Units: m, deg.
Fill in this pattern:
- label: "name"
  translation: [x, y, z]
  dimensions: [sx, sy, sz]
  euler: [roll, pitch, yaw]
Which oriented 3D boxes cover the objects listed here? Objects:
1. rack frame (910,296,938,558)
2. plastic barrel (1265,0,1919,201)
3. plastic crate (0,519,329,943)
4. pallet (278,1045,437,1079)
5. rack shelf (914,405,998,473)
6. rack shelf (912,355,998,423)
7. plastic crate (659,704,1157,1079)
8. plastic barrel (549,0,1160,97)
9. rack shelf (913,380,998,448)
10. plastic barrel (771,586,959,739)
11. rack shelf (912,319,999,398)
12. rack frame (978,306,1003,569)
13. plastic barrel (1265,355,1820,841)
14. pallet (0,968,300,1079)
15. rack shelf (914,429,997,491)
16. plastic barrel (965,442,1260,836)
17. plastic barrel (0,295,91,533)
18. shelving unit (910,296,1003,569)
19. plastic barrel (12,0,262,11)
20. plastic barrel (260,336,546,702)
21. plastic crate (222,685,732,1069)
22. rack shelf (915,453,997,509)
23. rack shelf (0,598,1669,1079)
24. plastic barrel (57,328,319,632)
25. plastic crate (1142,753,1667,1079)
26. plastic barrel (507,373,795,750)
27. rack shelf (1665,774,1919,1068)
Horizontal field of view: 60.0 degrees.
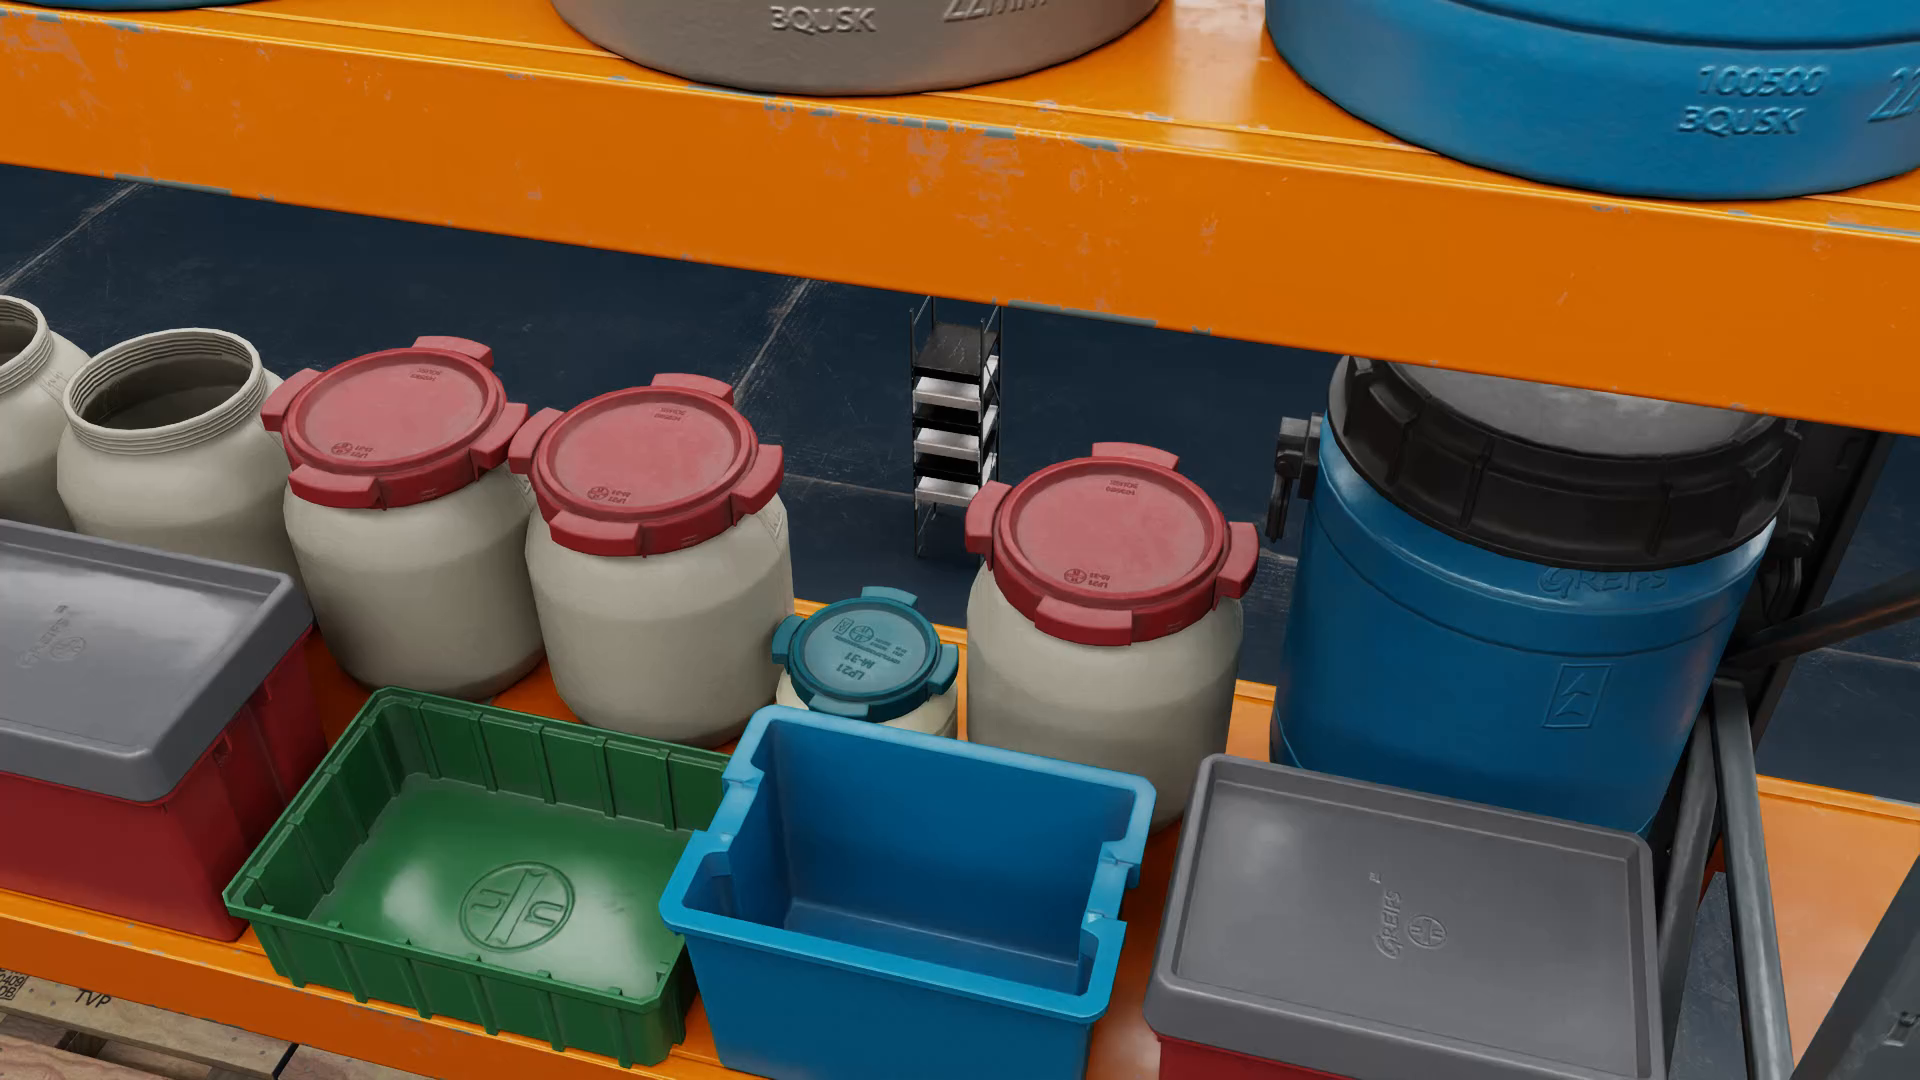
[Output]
- label: "rack frame"
  translation: [-0.106, -0.363, 4.982]
  dimensions: [0.006, 0.900, 0.240]
  euler: [10, 41, 11]
- label: "plastic barrel"
  translation: [0.541, -0.762, 1.103]
  dimensions: [0.708, 0.901, 0.600]
  euler: [10, 41, 11]
- label: "plastic crate"
  translation: [-1.294, 0.298, 2.513]
  dimensions: [0.583, 0.464, 0.402]
  euler: [10, 41, 11]
- label: "pallet"
  translation: [-0.862, 1.288, 3.552]
  dimensions: [1.213, 0.211, 1.003]
  euler: [10, 41, 11]
- label: "rack shelf"
  translation: [-0.008, -0.320, 4.984]
  dimensions: [0.200, 0.077, 0.258]
  euler: [10, 41, 11]
- label: "rack shelf"
  translation: [-0.008, -0.458, 4.868]
  dimensions: [0.200, 0.077, 0.258]
  euler: [10, 41, 11]
- label: "plastic crate"
  translation: [-0.058, 0.545, 2.282]
  dimensions: [0.575, 0.384, 0.392]
  euler: [10, 41, 11]
- label: "plastic barrel"
  translation: [-0.091, -0.871, 1.232]
  dimensions: [0.600, 0.901, 0.600]
  euler: [0, 40, 0]
- label: "rack shelf"
  translation: [-0.008, -0.389, 4.926]
  dimensions: [0.200, 0.077, 0.258]
  euler: [10, 41, 11]
- label: "plastic barrel"
  translation: [-0.150, 0.266, 2.708]
  dimensions: [0.301, 0.262, 0.301]
  euler: [0, 40, 0]
- label: "rack shelf"
  translation: [-0.008, -0.527, 4.810]
  dimensions: [0.200, 0.077, 0.258]
  euler: [10, 41, 11]
- label: "rack frame"
  translation: [0.090, -0.329, 4.942]
  dimensions: [0.006, 0.900, 0.240]
  euler: [10, 41, 11]
- label: "plastic barrel"
  translation: [0.794, 0.084, 2.428]
  dimensions: [0.708, 0.901, 0.600]
  euler: [10, 41, 11]
- label: "pallet"
  translation: [-2.037, 1.084, 3.795]
  dimensions: [1.213, 0.211, 1.003]
  euler: [10, 41, 11]
- label: "rack shelf"
  translation: [-0.008, -0.252, 5.042]
  dimensions: [0.200, 0.077, 0.258]
  euler: [10, 41, 11]
- label: "plastic barrel"
  translation: [0.221, 0.181, 2.596]
  dimensions: [0.433, 0.535, 0.433]
  euler: [0, 40, 0]
- label: "plastic barrel"
  translation: [-1.727, -0.141, 2.999]
  dimensions: [0.421, 0.512, 0.421]
  euler: [0, 40, 0]
- label: "shelving unit"
  translation: [-0.008, -0.346, 4.962]
  dimensions: [0.210, 0.900, 0.258]
  euler: [10, 41, 11]
- label: "plastic barrel"
  translation: [-0.722, -0.979, 1.361]
  dimensions: [0.708, 0.901, 0.600]
  euler: [10, 41, 11]
- label: "plastic barrel"
  translation: [-0.906, -0.013, 2.827]
  dimensions: [0.433, 0.535, 0.433]
  euler: [0, 40, 0]
- label: "plastic crate"
  translation: [-0.667, 0.496, 2.492]
  dimensions: [0.662, 0.188, 0.450]
  euler: [10, 41, 11]
- label: "rack shelf"
  translation: [-0.008, -0.183, 5.099]
  dimensions: [0.200, 0.077, 0.258]
  euler: [10, 41, 11]
- label: "rack shelf"
  translation: [-0.844, 0.472, 2.916]
  dimensions: [4.000, 0.370, 1.077]
  euler: [10, 41, 11]
- label: "plastic barrel"
  translation: [-1.320, -0.071, 2.915]
  dimensions: [0.421, 0.512, 0.421]
  euler: [0, 40, 0]
- label: "plastic crate"
  translation: [0.542, 0.614, 2.137]
  dimensions: [0.583, 0.464, 0.402]
  euler: [10, 41, 11]
- label: "plastic barrel"
  translation: [-0.488, 0.059, 2.741]
  dimensions: [0.433, 0.535, 0.433]
  euler: [0, 40, 0]
- label: "rack shelf"
  translation: [3.021, 1.136, 2.124]
  dimensions: [4.000, 0.370, 1.077]
  euler: [10, 41, 11]
